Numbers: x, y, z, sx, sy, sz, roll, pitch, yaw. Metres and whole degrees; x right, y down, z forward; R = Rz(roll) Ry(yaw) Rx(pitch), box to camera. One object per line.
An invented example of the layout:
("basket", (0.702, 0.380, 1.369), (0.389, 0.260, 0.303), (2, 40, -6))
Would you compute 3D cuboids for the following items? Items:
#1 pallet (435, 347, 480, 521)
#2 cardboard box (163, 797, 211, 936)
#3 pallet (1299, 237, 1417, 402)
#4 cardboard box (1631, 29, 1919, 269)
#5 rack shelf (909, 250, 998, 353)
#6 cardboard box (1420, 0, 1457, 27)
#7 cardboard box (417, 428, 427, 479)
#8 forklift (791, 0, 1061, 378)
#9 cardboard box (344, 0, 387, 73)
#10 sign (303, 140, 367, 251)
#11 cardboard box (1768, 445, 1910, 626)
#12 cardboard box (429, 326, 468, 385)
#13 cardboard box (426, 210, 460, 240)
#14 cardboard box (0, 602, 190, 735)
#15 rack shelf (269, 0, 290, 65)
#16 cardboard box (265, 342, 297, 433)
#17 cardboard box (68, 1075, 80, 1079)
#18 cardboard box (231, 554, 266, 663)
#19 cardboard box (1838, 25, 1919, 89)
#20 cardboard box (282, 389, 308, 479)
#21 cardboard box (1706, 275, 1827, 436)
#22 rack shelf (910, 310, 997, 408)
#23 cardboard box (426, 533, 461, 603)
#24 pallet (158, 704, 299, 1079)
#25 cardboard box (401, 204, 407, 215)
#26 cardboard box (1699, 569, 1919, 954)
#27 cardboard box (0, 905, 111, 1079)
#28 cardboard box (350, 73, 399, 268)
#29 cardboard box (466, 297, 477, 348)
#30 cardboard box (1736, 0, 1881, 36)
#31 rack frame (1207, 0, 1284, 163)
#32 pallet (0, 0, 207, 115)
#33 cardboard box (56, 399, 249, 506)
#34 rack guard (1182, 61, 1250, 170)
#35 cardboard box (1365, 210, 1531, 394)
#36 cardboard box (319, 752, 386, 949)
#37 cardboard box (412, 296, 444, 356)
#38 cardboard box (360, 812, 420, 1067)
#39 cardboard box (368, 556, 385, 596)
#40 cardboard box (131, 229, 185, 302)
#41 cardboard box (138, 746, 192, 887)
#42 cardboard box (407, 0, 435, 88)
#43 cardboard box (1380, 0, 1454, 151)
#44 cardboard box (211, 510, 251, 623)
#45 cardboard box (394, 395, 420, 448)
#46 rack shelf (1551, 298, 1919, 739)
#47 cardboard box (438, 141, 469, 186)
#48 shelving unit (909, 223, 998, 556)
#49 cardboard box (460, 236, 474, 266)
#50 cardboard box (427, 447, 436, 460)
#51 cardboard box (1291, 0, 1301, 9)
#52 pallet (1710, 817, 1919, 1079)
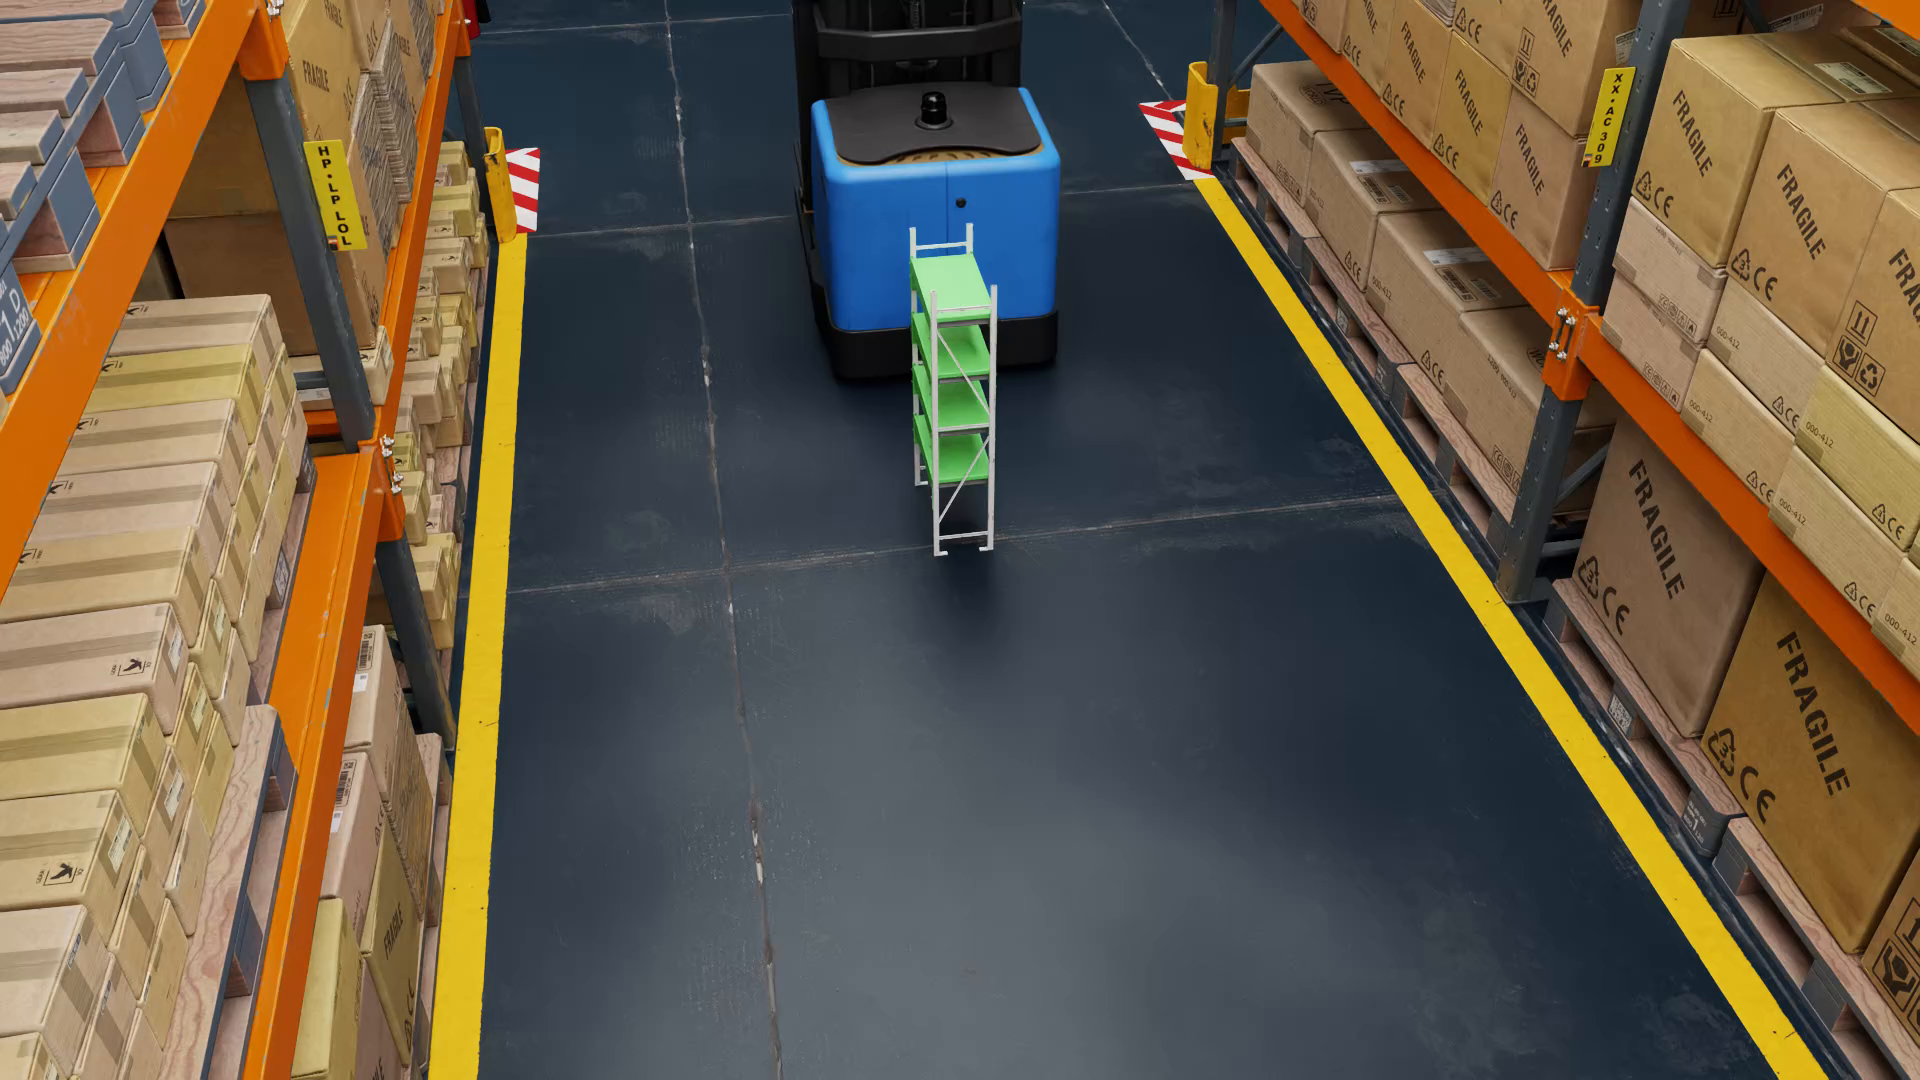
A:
("pallet", (-2.633, -0.465, 7.177), (1.003, 0.211, 1.213), (-6, 38, -8))
("cardboard box", (-1.721, 0.674, 3.301), (0.380, 0.149, 0.250), (-7, 38, -9))
("pallet", (2.319, -1.124, 8.025), (1.003, 0.211, 1.213), (-6, 38, -8))
("cardboard box", (2.386, -1.157, 4.898), (0.500, 0.500, 0.500), (-6, 38, -7))
("rack shelf", (-0.029, -0.902, 6.255), (0.258, 0.148, 0.480), (-6, 38, -8))
("cardboard box", (2.058, -2.323, 6.398), (0.500, 0.500, 0.500), (-6, 38, -7))
("cardboard box", (-2.268, -0.287, 6.413), (0.380, 0.149, 0.250), (-8, 39, -10))
("forklift", (-0.288, -2.798, 7.962), (1.130, 2.935, 3.031), (-6, 38, -7))
("cardboard box", (-2.267, -1.896, 5.606), (0.500, 0.500, 0.500), (-6, 38, -7))
("sign", (-1.718, -0.945, 4.578), (0.100, 0.325, 0.005), (-6, 38, -8))
("cardboard box", (2.576, -0.042, 4.482), (0.500, 0.250, 0.500), (-7, 38, -8))
("cardboard box", (-2.293, -0.766, 7.030), (0.380, 0.149, 0.250), (-6, 38, -7))
("cardboard box", (-2.482, -1.361, 7.553), (0.380, 0.149, 0.250), (-8, 39, -10))
("cardboard box", (-1.773, 0.281, 3.321), (0.380, 0.149, 0.250), (-8, 39, -10))
("rack shelf", (-2.614, -2.534, 5.709), (1.077, 0.370, 4.000), (-6, 38, -8))
("cardboard box", (-1.999, -0.391, 4.428), (0.380, 0.149, 0.250), (-5, 38, -7))
("cardboard box", (-1.594, 1.016, 2.618), (0.380, 0.149, 0.250), (-6, 38, -8))
("cardboard box", (-1.868, 0.185, 3.929), (0.380, 0.149, 0.250), (-8, 39, -10))
("cardboard box", (2.918, -1.211, 4.967), (0.500, 0.500, 0.500), (-5, 38, -6))
("cardboard box", (-1.999, -0.274, 4.520), (0.380, 0.149, 0.250), (-7, 38, -9))
("cardboard box", (2.511, -0.550, 4.727), (0.500, 0.250, 0.500), (-6, 38, -7))
("rack shelf", (-0.029, -0.713, 6.403), (0.258, 0.148, 0.480), (-6, 38, -8))
("cardboard box", (-2.058, 0.119, 6.134), (0.380, 0.149, 0.250), (-5, 38, -7))
("pallet", (-1.950, 0.875, 3.336), (1.003, 0.211, 1.213), (-6, 38, -8))
("cardboard box", (-2.270, -1.323, 6.213), (0.380, 0.149, 0.250), (-5, 38, -6))
("cardboard box", (2.946, 0.564, 4.968), (0.875, 0.875, 0.875), (-5, 38, -7))
("cardboard box", (-1.636, 0.755, 2.711), (0.380, 0.149, 0.250), (-5, 38, -6))
("cardboard box", (-2.196, -1.207, 5.535), (0.500, 0.500, 0.500), (-6, 38, -8))
("cardboard box", (-2.398, -0.978, 7.546), (0.380, 0.149, 0.250), (-8, 39, -10))
("cardboard box", (2.747, -1.767, 5.684), (0.500, 0.500, 0.500), (-6, 38, -8))
("rack frame", (1.891, -3.435, 8.727), (1.000, 3.000, 0.127), (-6, 38, -8))
("pallet", (-2.260, -1.152, 3.496), (1.213, 0.211, 1.003), (-6, 38, -8))
("cardboard box", (-1.910, -0.188, 3.924), (0.380, 0.149, 0.250), (-7, 38, -9))
("rack guard", (1.887, -2.463, 9.513), (1.175, 0.500, 0.348), (-6, 38, -8))
("cardboard box", (2.430, -1.105, 7.473), (0.875, 0.438, 0.875), (-7, 38, -9))
("cardboard box", (-1.807, 0.834, 4.316), (0.500, 0.250, 0.500), (-5, 38, -6))
("cardboard box", (-2.369, -0.878, 6.932), (0.380, 0.149, 0.250), (-6, 38, -8))
("cardboard box", (-1.796, 1.125, 4.552), (0.500, 0.500, 0.500), (-7, 38, -9))
("cardboard box", (-2.120, 0.069, 5.713), (0.380, 0.149, 0.250), (-5, 38, -6))
("cardboard box", (-2.627, -0.845, 5.068), (0.500, 0.500, 0.500), (-6, 38, -8))
("cardboard box", (-1.728, 0.552, 3.214), (0.380, 0.149, 0.250), (-5, 38, -6))
("cardboard box", (-2.449, -2.138, 6.734), (0.500, 0.500, 0.500), (-6, 38, -8))
("cardboard box", (2.061, -1.924, 6.700), (0.500, 0.500, 0.500), (-7, 38, -9))
("cardboard box", (-1.859, 0.083, 3.818), (0.380, 0.149, 0.250), (-7, 38, -9))
("cardboard box", (-2.271, -0.407, 6.325), (0.380, 0.149, 0.250), (-7, 38, -9))
("rack shelf", (2.943, 0.473, 4.283), (1.077, 0.370, 4.000), (-6, 38, -8))
("cardboard box", (-2.623, -1.824, 8.150), (0.380, 0.149, 0.250), (-6, 38, -7))
("shelving unit", (-0.029, -0.574, 6.511), (0.258, 1.200, 0.503), (-6, 38, -8))
("cardboard box", (-2.498, -1.398, 7.843), (0.380, 0.149, 0.250), (-8, 39, -10))
("cardboard box", (-2.328, -0.332, 6.714), (0.380, 0.149, 0.250), (-8, 39, -10))
("cardboard box", (1.808, -2.852, 7.894), (0.500, 0.500, 0.500), (-7, 38, -9))
("pallet", (3.019, 1.278, 4.933), (1.003, 0.211, 1.213), (-6, 38, -8))
